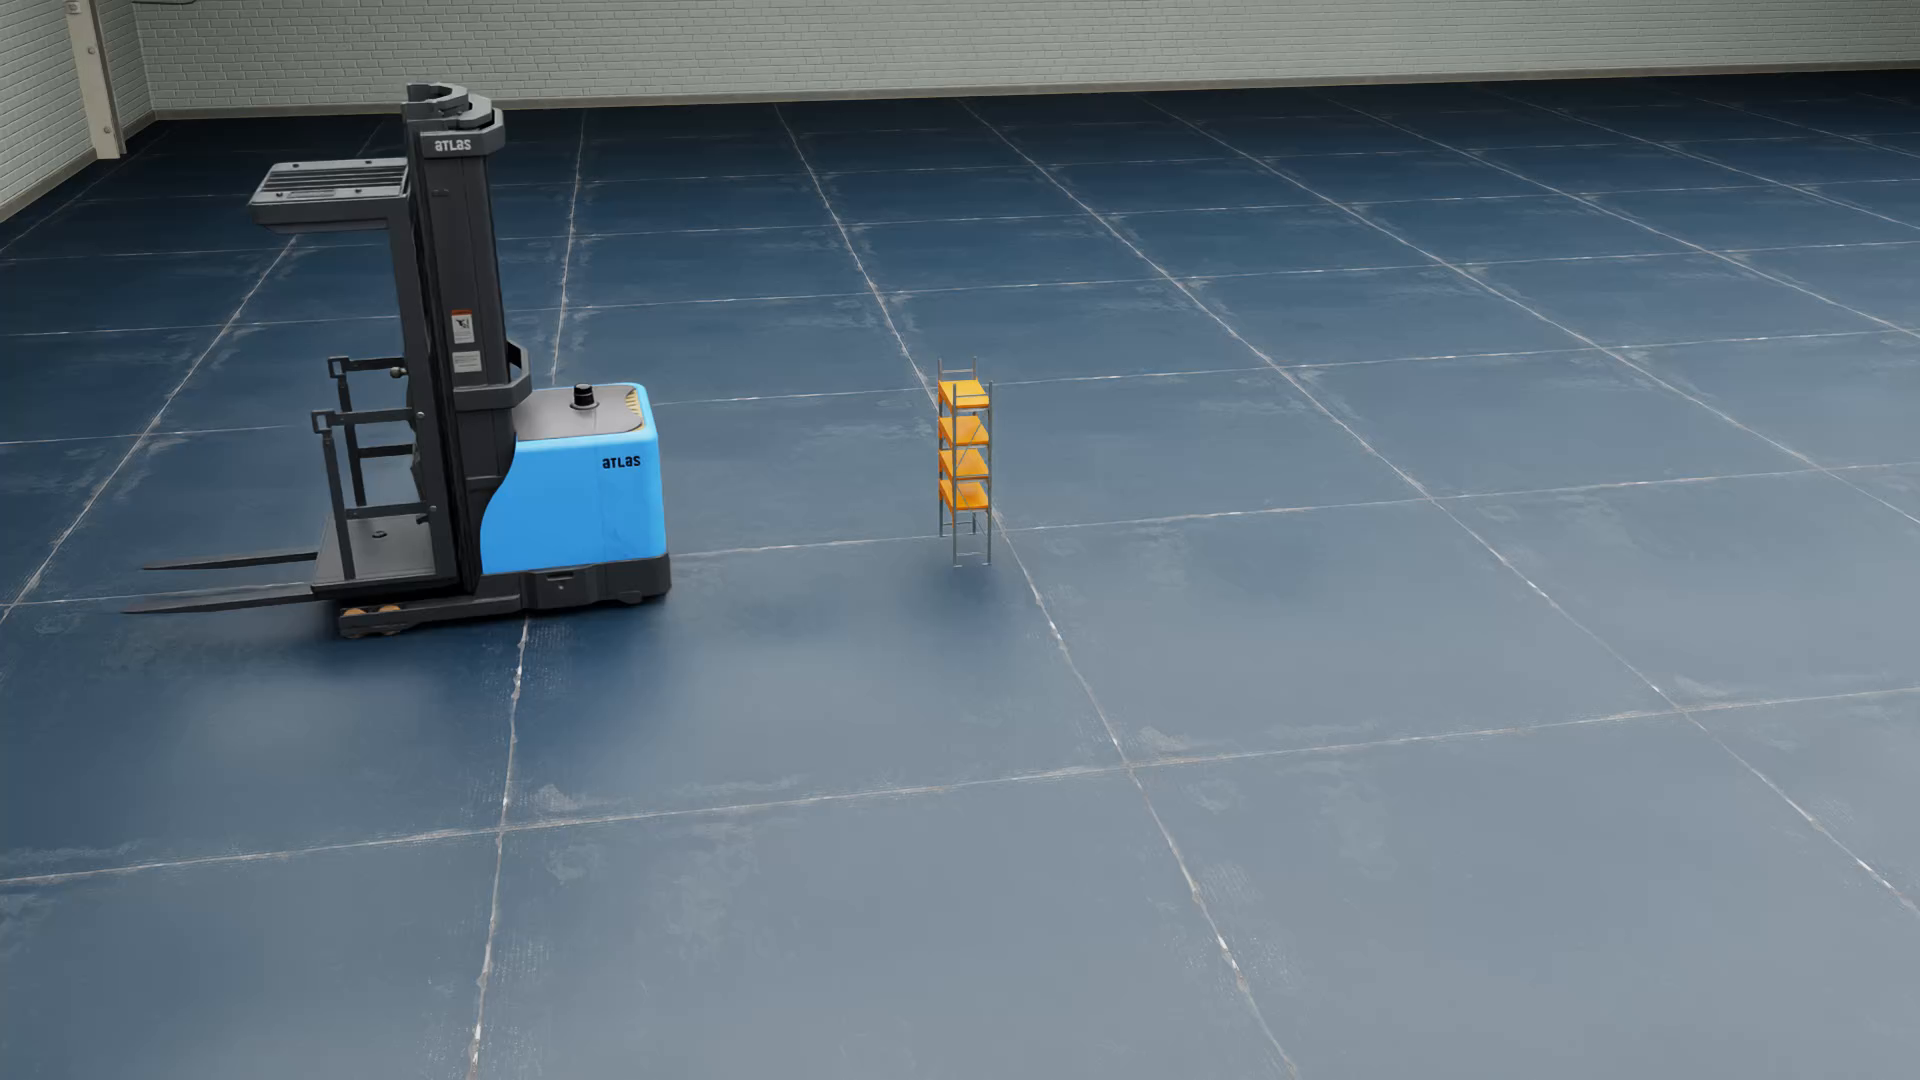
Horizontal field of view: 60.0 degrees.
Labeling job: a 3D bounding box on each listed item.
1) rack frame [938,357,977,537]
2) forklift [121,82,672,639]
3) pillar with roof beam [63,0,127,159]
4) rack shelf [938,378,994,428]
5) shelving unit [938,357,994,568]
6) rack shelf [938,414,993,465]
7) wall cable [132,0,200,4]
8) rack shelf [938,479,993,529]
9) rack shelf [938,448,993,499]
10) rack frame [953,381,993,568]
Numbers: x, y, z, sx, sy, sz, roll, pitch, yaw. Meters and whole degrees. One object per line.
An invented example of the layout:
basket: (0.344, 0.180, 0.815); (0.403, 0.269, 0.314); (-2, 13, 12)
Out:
rack frame: (-0.015, -0.581, 10.581); (0.240, 1.200, 0.015); (-4, 24, -10)
forklift: (-3.297, -1.015, 9.413); (3.031, 2.935, 1.130); (-6, 24, -13)
pillar with roof beam: (-7.420, -9.714, 21.748); (9.100, 9.000, 0.400); (-4, 24, -10)
rack shelf: (0.031, -0.845, 10.203); (0.258, 0.148, 0.480); (-4, 24, -10)
shelving unit: (0.031, -0.485, 10.361); (0.258, 1.200, 0.503); (-4, 24, -10)
rack shelf: (0.031, -0.628, 10.298); (0.258, 0.148, 0.480); (-4, 24, -10)
wall cable: (-10.896, -9.229, 24.517); (3.097, 2.526, 0.112); (-4, 24, -10)
rack shelf: (0.031, -0.241, 10.467); (0.258, 0.148, 0.480); (-4, 24, -10)
rack shelf: (0.031, -0.423, 10.388); (0.258, 0.148, 0.480); (-4, 24, -10)
rack frame: (0.076, -0.389, 10.141); (0.240, 1.200, 0.015); (-4, 24, -10)
